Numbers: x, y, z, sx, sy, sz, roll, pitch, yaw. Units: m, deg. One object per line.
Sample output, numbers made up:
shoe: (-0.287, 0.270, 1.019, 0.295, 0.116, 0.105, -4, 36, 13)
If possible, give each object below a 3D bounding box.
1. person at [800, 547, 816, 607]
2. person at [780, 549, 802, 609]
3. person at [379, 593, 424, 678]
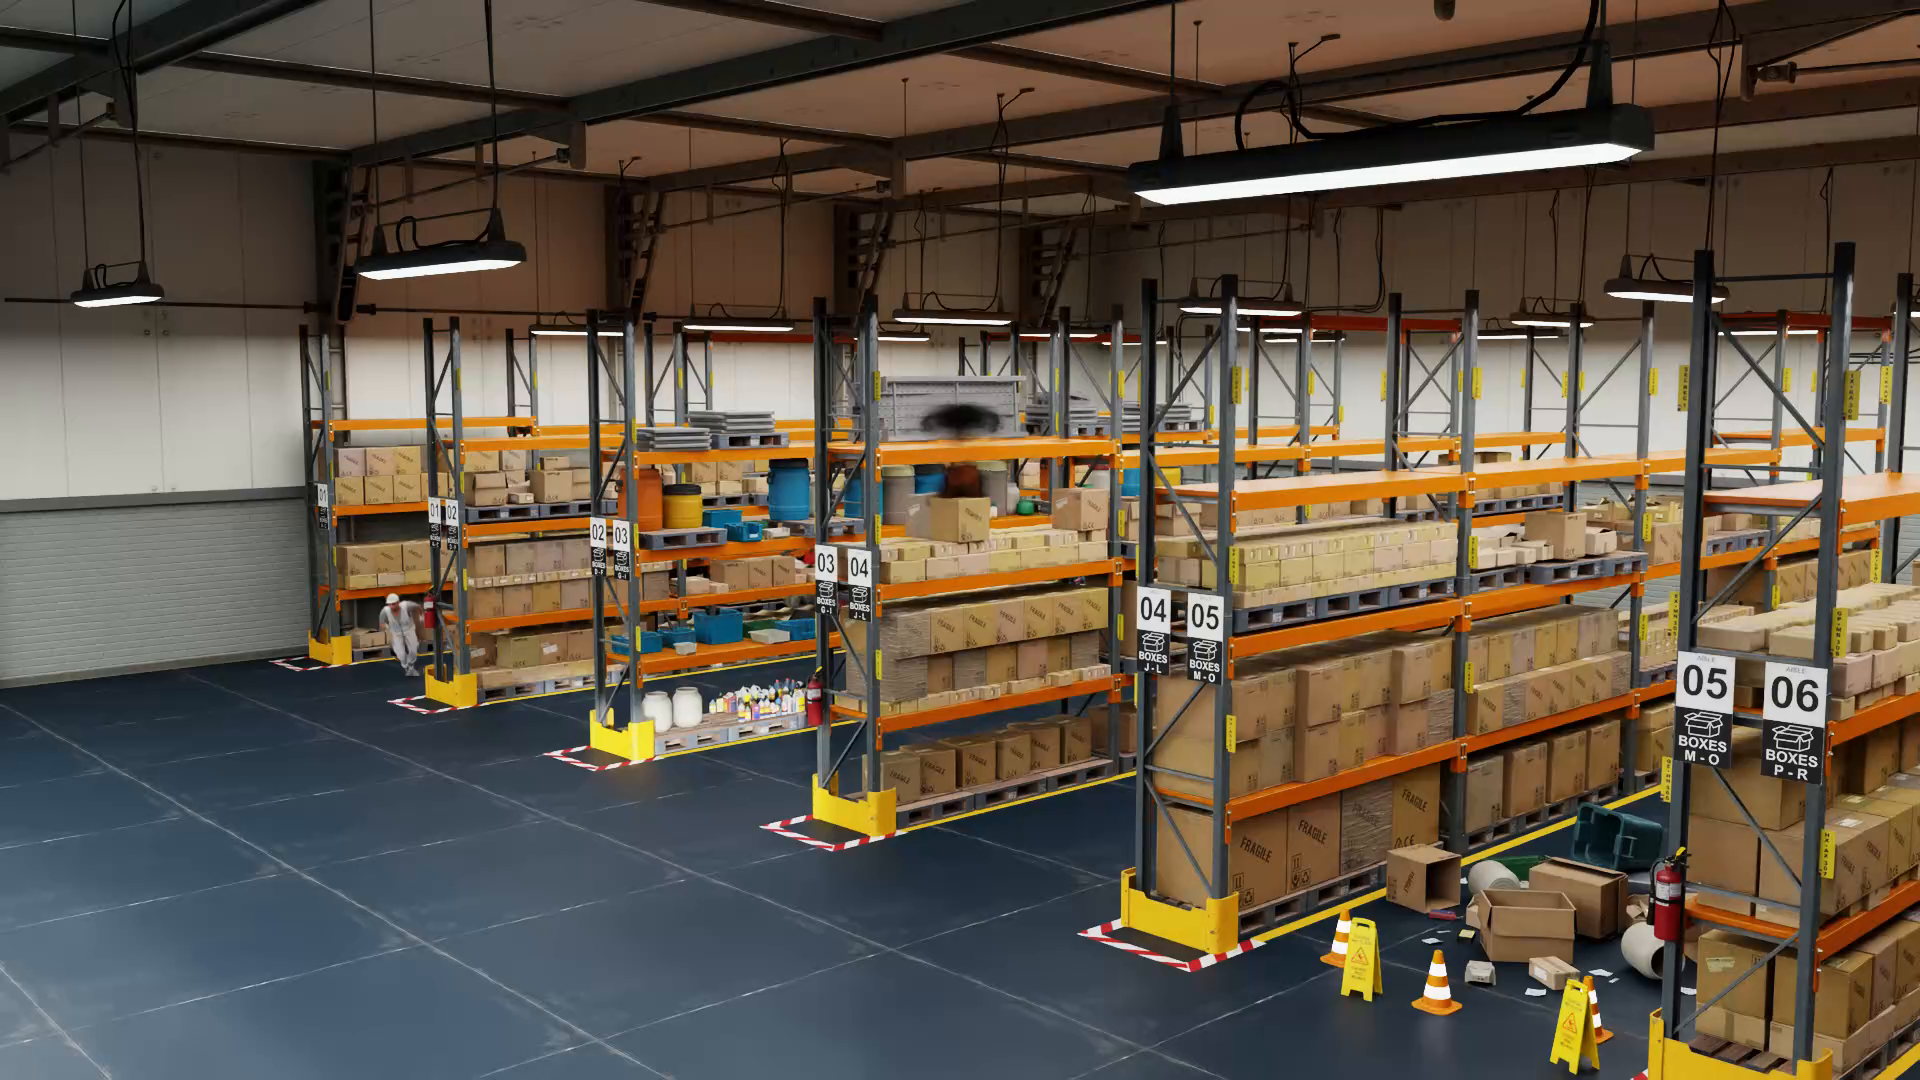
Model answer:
person: (-3.069, 0.849, 34.381, 0.653, 1.767, 0.735, 4, 7, 35)
person: (-3.401, 0.953, 33.538, 0.675, 1.657, 0.848, 4, 7, 32)
person: (-9.353, 1.605, 27.890, 0.701, 1.508, 0.931, -1, 6, -13)
